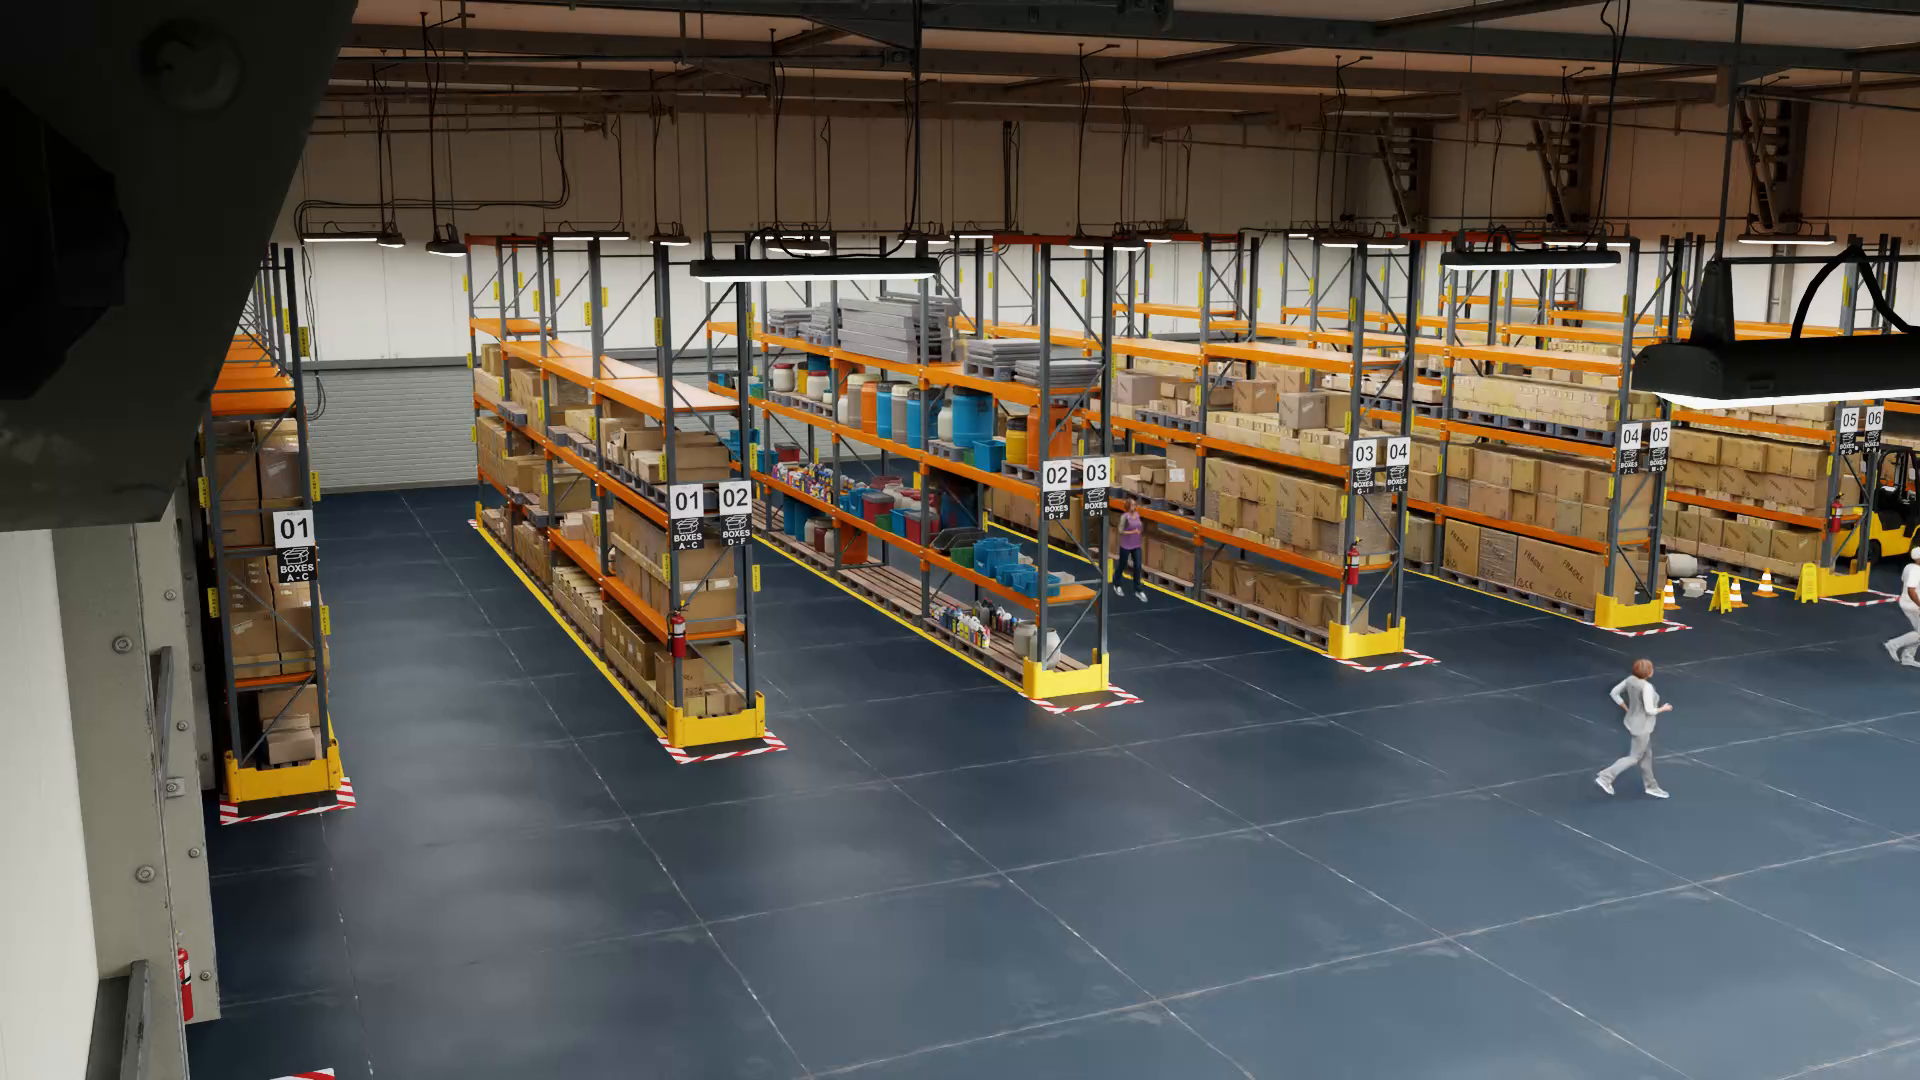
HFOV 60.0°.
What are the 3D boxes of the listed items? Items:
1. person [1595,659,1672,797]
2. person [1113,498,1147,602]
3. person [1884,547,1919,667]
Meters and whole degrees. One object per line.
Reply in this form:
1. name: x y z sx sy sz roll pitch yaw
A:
1. person: 7.396 2.068 18.163 0.877 1.596 0.537 -1 11 -4
2. person: 2.727 0.134 26.559 0.532 1.621 0.744 -7 13 -31
3. person: 13.555 0.946 23.733 0.577 1.737 0.719 4 12 19
